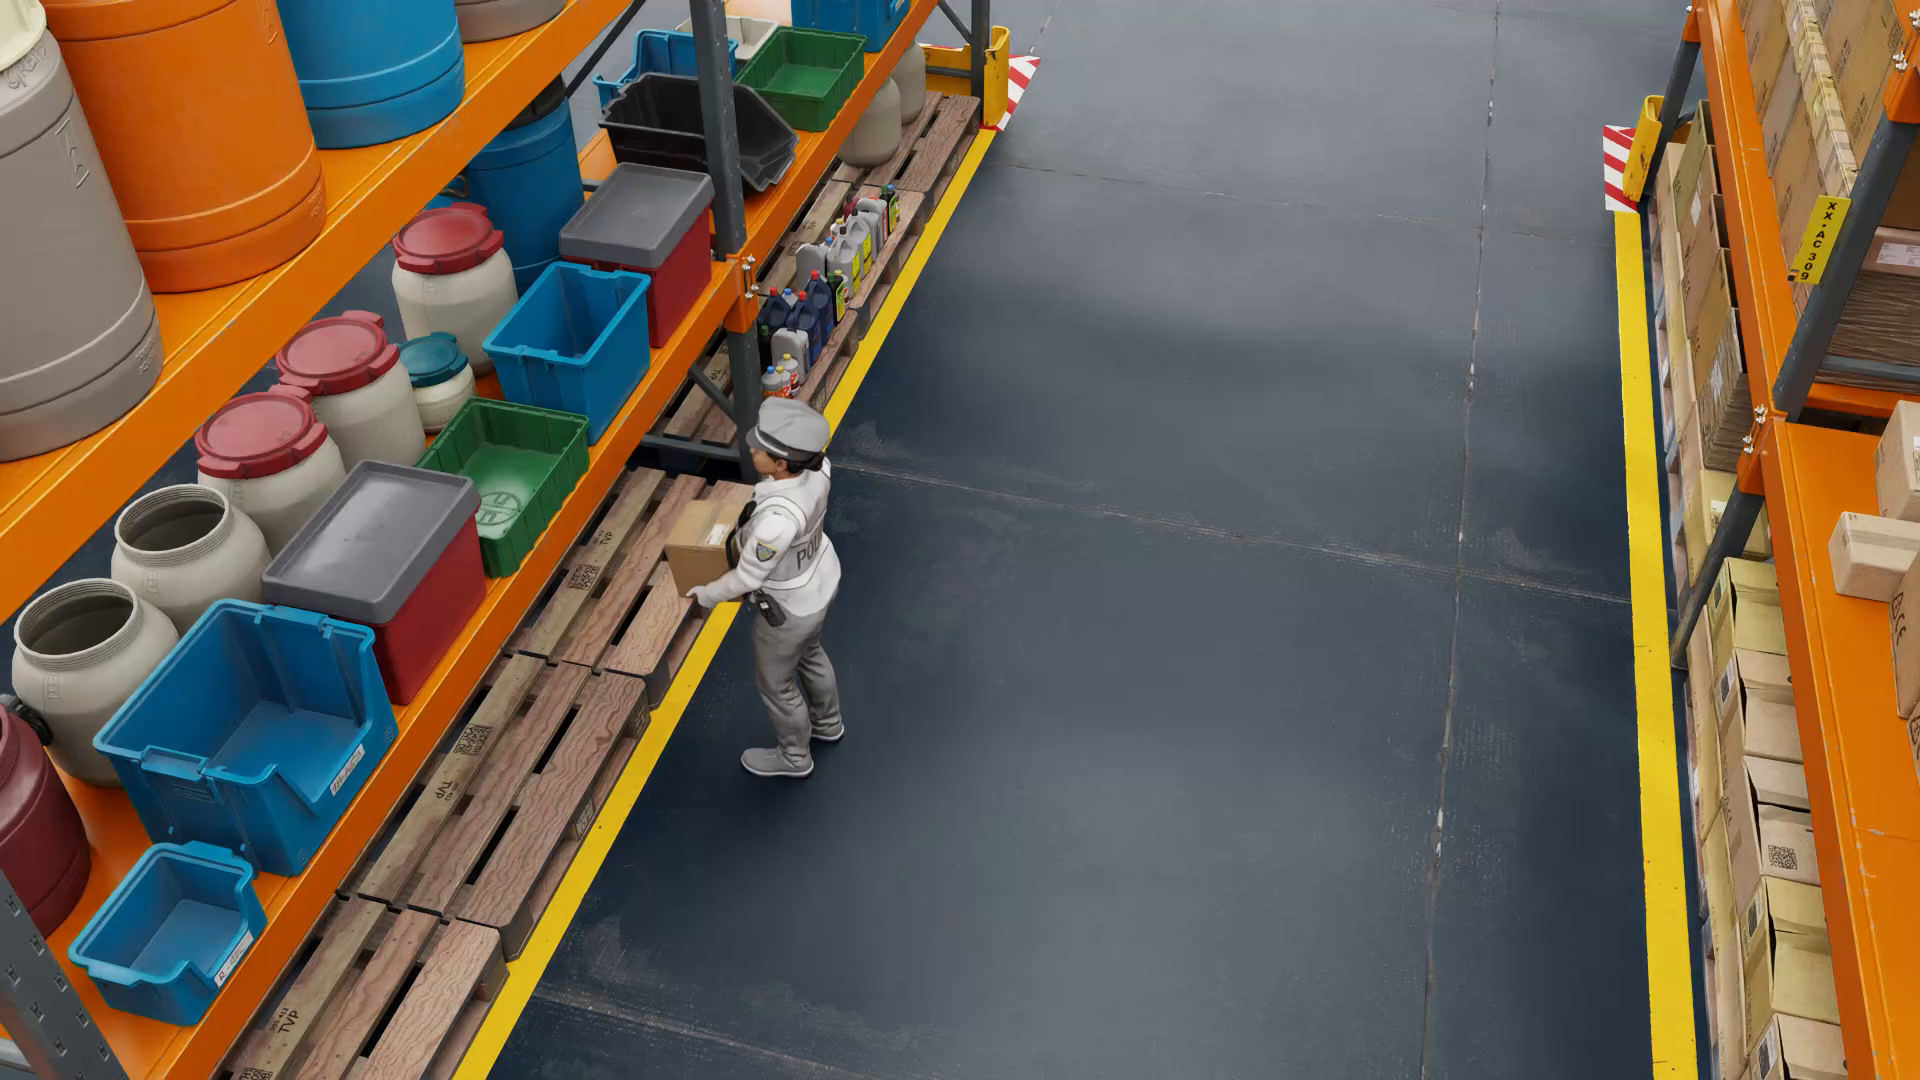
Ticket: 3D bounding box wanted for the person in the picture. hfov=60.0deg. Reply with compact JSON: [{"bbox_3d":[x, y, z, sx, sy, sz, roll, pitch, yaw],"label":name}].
[{"bbox_3d":[-0.679,0.185,5.932,0.523,1.691,0.453,10,42,11],"label":"person"}]
